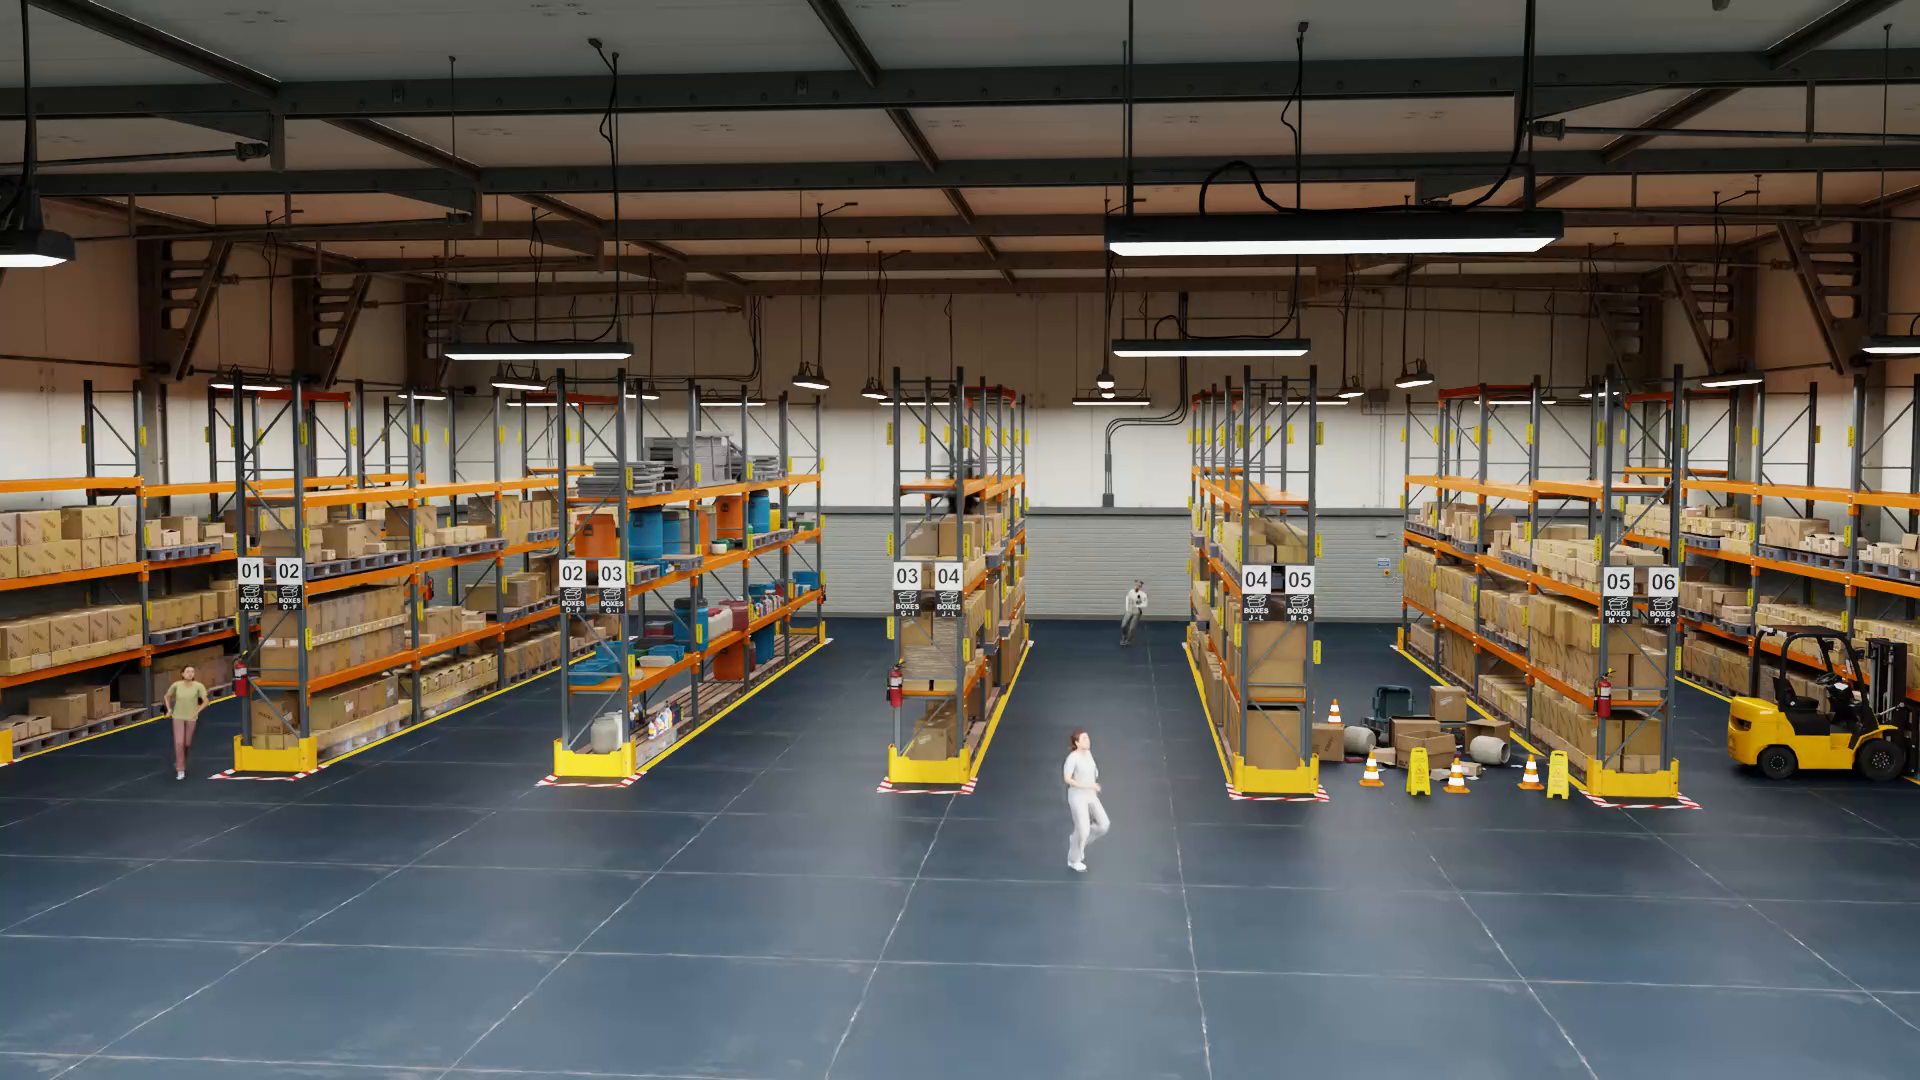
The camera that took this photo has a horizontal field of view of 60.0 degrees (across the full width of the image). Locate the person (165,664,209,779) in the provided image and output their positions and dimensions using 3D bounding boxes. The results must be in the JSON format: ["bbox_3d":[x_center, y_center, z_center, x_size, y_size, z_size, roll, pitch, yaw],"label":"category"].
[{"bbox_3d":[-11.466,2.658,24.674,0.593,1.660,0.752,-2,4,-25],"label":"person"}]

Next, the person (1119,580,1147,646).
[{"bbox_3d":[4.130,1.736,39.593,0.713,1.621,0.604,2,4,30],"label":"person"}]

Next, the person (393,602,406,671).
[{"bbox_3d":[-11.497,2.058,33.997,0.607,1.650,0.559,0,4,-6],"label":"person"}]

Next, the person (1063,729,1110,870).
[{"bbox_3d":[1.439,3.113,19.153,0.542,1.393,0.612,3,5,42],"label":"person"}]
